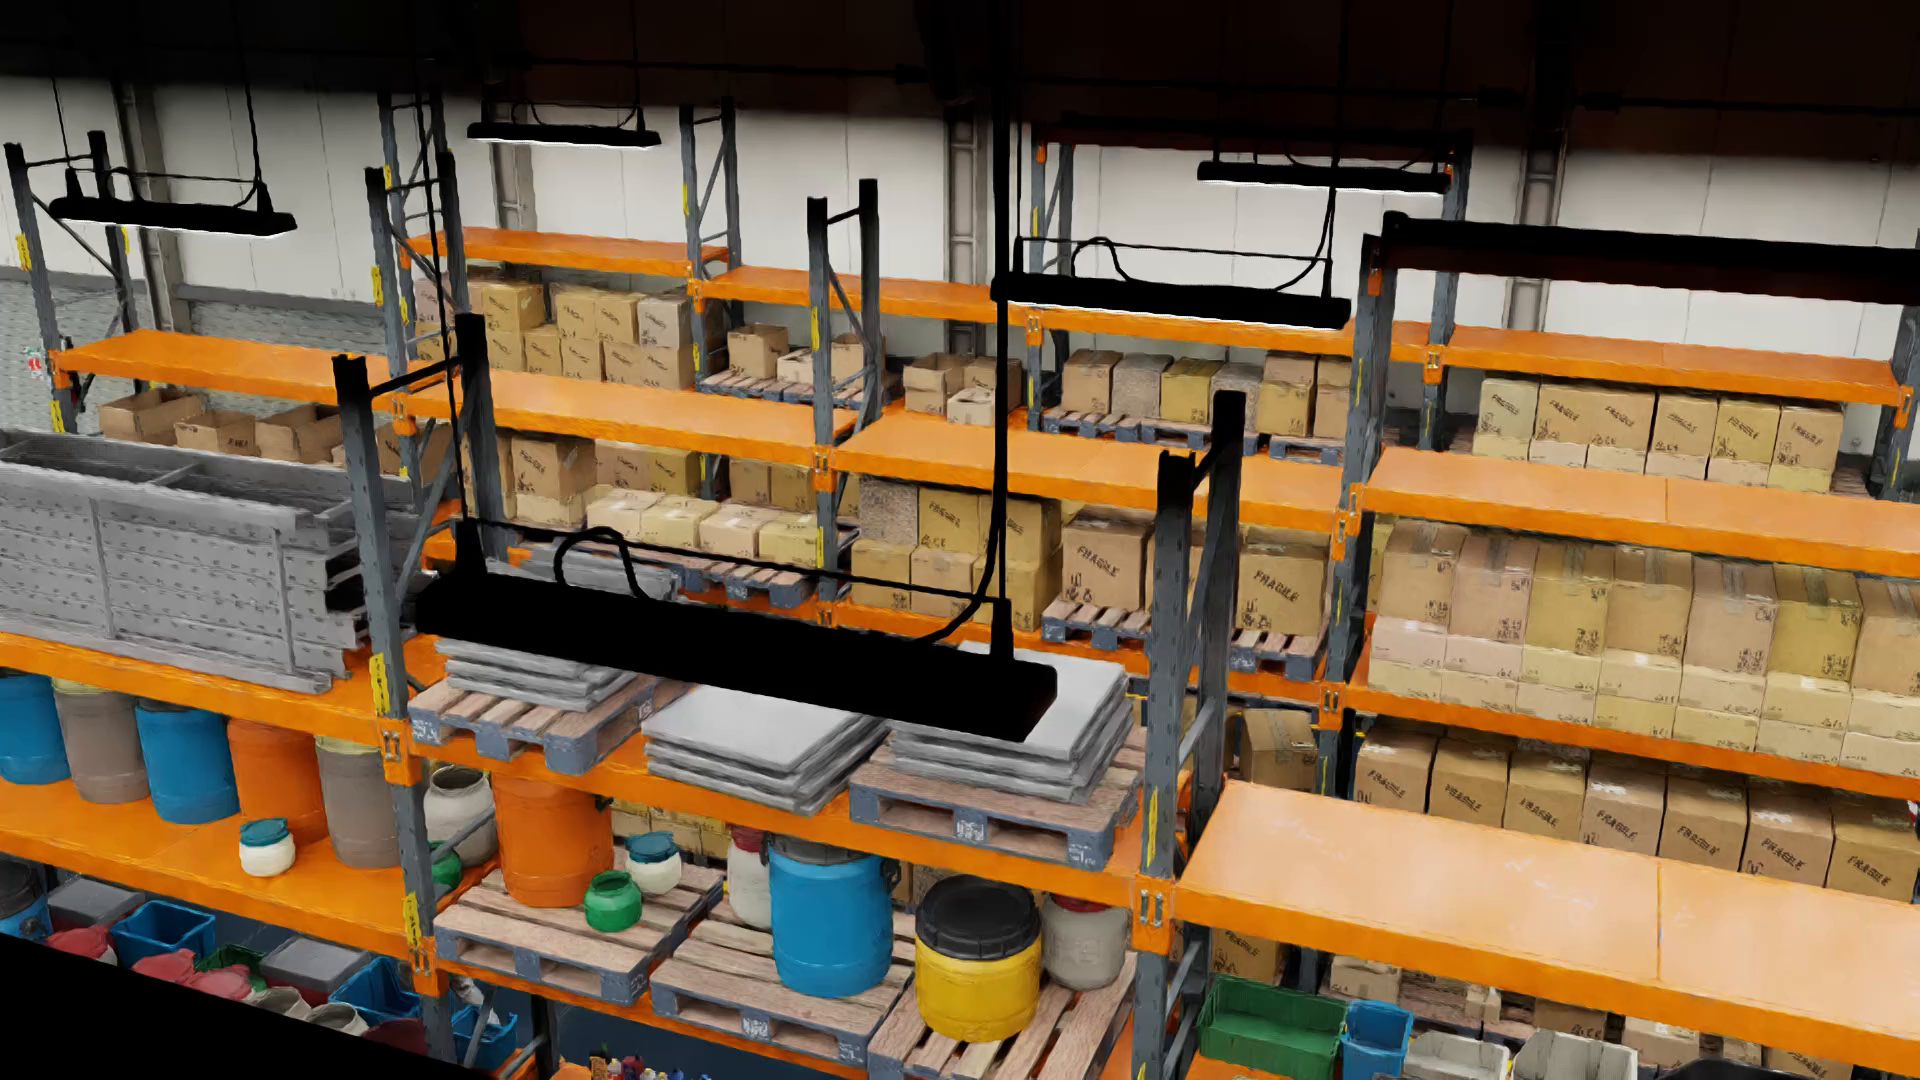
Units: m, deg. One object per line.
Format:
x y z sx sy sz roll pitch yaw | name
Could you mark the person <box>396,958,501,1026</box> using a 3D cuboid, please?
-3.922 2.956 12.196 1.122 1.706 0.566 9 23 22 | person
